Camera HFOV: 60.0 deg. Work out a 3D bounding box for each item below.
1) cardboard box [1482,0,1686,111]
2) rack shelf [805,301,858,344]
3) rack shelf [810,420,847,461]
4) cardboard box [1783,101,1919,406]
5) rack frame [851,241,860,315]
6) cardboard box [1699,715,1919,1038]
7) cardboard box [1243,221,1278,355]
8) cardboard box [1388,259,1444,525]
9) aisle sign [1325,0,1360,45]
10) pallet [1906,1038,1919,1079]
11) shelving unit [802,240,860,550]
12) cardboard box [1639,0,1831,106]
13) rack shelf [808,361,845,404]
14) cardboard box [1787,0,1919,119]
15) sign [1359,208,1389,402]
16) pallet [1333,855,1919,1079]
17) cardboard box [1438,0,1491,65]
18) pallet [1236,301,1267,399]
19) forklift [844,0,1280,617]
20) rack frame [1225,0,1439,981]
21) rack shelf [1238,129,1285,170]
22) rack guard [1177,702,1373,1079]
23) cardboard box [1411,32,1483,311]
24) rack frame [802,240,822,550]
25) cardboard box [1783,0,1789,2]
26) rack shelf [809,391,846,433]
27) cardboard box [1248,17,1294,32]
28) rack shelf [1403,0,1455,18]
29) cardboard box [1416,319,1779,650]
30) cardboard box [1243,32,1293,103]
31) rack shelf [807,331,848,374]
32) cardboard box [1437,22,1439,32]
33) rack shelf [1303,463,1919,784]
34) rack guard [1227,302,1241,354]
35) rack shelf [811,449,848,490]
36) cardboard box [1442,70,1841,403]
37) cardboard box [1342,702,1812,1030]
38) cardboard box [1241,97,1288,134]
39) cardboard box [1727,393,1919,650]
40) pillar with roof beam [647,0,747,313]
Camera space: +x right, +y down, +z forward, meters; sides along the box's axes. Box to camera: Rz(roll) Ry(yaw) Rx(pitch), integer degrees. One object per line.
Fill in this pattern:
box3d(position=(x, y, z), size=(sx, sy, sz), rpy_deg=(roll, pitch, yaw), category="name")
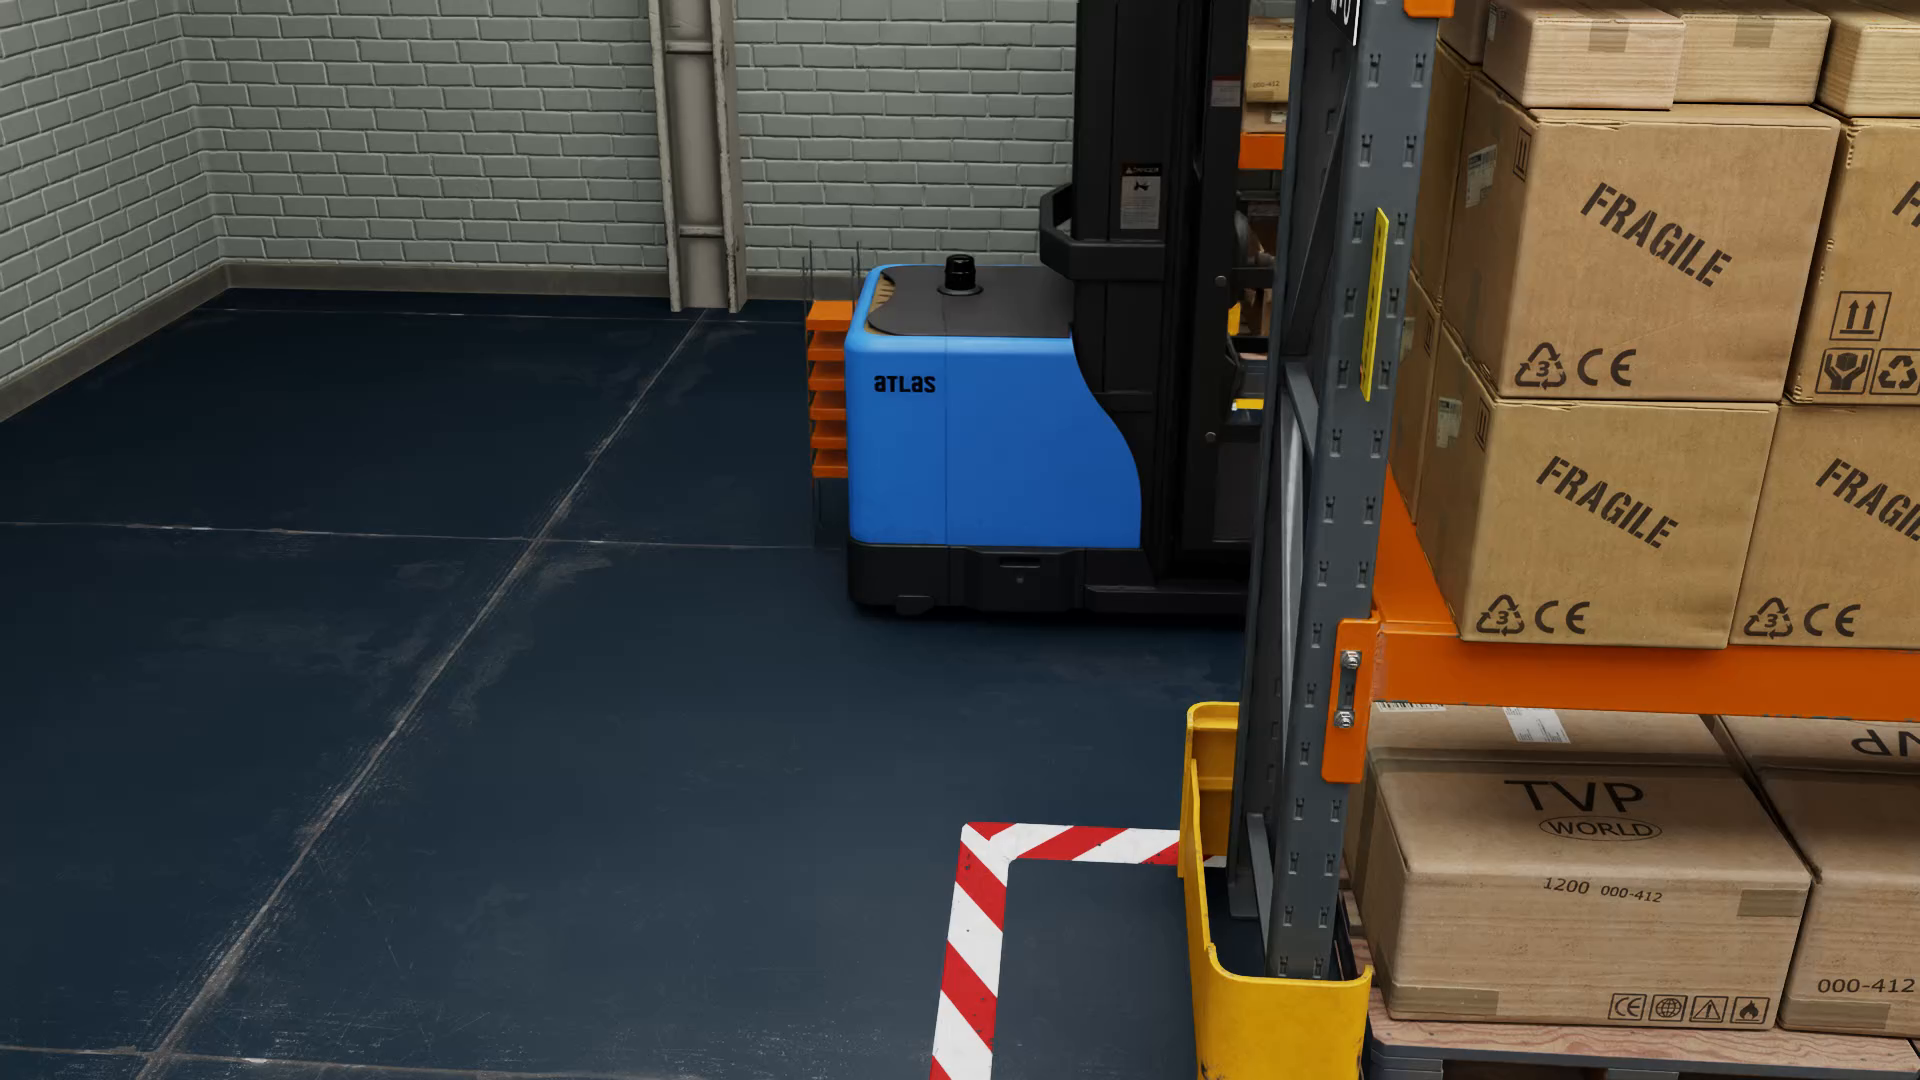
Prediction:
box3d(position=(1.109, -0.882, 2.986), size=(0.250, 0.149, 0.380), rpy_deg=(2, 25, 5), category="cardboard box")
box3d(position=(-0.487, -0.840, 6.385), size=(0.180, 0.103, 0.258), rpy_deg=(1, 25, 2), category="rack shelf")
box3d(position=(-0.487, -0.404, 6.586), size=(0.180, 0.103, 0.258), rpy_deg=(1, 25, 2), category="rack shelf")
box3d(position=(1.748, -0.566, 3.076), size=(0.500, 0.500, 0.500), rpy_deg=(1, 25, 3), category="cardboard box")
box3d(position=(-0.395, -0.552, 6.513), size=(0.006, 1.200, 0.240), rpy_deg=(1, 25, 2), category="rack frame")
box3d(position=(2.355, 0.764, 4.064), size=(0.875, 0.438, 0.875), rpy_deg=(2, 25, 5), category="cardboard box")
box3d(position=(1.755, -1.281, 8.429), size=(0.637, 0.503, 0.797), rpy_deg=(1, 25, 2), category="cardboard box")
box3d(position=(1.277, -0.355, 3.813), size=(0.500, 0.500, 0.500), rpy_deg=(2, 25, 4), category="cardboard box")
box3d(position=(0.682, -1.277, 2.826), size=(0.004, 0.787, 0.394), rpy_deg=(2, 25, 4), category="aisle sign")
box3d(position=(2.792, 1.086, 4.138), size=(1.213, 0.211, 1.003), rpy_deg=(2, 25, 4), category="pallet")
box3d(position=(-0.487, -0.553, 6.517), size=(0.189, 1.200, 0.258), rpy_deg=(1, 25, 2), category="shelving unit")
box3d(position=(1.375, -0.903, 3.033), size=(0.250, 0.149, 0.380), rpy_deg=(2, 25, 5), category="cardboard box")
box3d(position=(-0.487, -0.622, 6.485), size=(0.180, 0.103, 0.258), rpy_deg=(1, 25, 2), category="rack shelf")
box3d(position=(1.626, -0.847, 2.911), size=(0.250, 0.149, 0.380), rpy_deg=(3, 25, 6), category="cardboard box")
box3d(position=(0.727, -0.412, 2.927), size=(0.005, 0.325, 0.100), rpy_deg=(2, 25, 4), category="sign")
box3d(position=(1.579, 1.046, 4.225), size=(1.213, 0.211, 1.003), rpy_deg=(2, 25, 4), category="pallet")
box3d(position=(1.149, -1.081, 3.418), size=(0.250, 0.149, 0.380), rpy_deg=(2, 25, 5), category="cardboard box")
box3d(position=(2.023, -0.989, 8.647), size=(1.213, 0.211, 1.003), rpy_deg=(2, 25, 4), category="pallet")
box3d(position=(1.116, -1.224, 5.904), size=(3.031, 2.935, 1.130), rpy_deg=(1, 25, 2), category="forklift")
box3d(position=(0.776, -0.214, 3.627), size=(0.127, 3.000, 1.000), rpy_deg=(2, 25, 4), category="rack frame")
box3d(position=(3.146, -1.892, 8.135), size=(4.000, 0.370, 1.077), rpy_deg=(2, 25, 4), category="rack shelf")
box3d(position=(0.752, 0.920, 4.151), size=(0.348, 0.500, 1.175), rpy_deg=(2, 25, 4), category="rack guard")
box3d(position=(1.275, -0.798, 3.579), size=(0.500, 0.500, 0.500), rpy_deg=(3, 25, 6), category="cardboard box")
box3d(position=(-0.578, -0.555, 6.520), size=(0.006, 1.200, 0.240), rpy_deg=(1, 25, 2), category="rack frame")
box3d(position=(1.668, -1.109, 3.481), size=(0.250, 0.149, 0.380), rpy_deg=(2, 25, 3), category="cardboard box")
box3d(position=(-0.487, -0.513, 6.535), size=(0.180, 0.103, 0.258), rpy_deg=(1, 25, 2), category="rack shelf")
box3d(position=(1.631, -2.446, 8.301), size=(0.500, 0.250, 0.500), rpy_deg=(3, 25, 6), category="cardboard box")
box3d(position=(2.770, -1.186, 3.012), size=(4.000, 0.370, 1.077), rpy_deg=(2, 25, 4), category="rack shelf")
box3d(position=(1.233, -0.125, 3.313), size=(0.500, 0.500, 0.500), rpy_deg=(2, 25, 4), category="cardboard box")
box3d(position=(1.584, -2.223, 7.817), size=(0.500, 0.250, 0.500), rpy_deg=(2, 25, 4), category="cardboard box")
box3d(position=(-0.487, -0.731, 6.435), size=(0.180, 0.103, 0.258), rpy_deg=(1, 25, 2), category="rack shelf")
box3d(position=(2.145, -2.429, 8.264), size=(0.500, 0.250, 0.500), rpy_deg=(2, 25, 4), category="cardboard box")
box3d(position=(2.770, 0.177, 3.639), size=(4.000, 0.370, 1.077), rpy_deg=(2, 25, 4), category="rack shelf")
box3d(position=(1.228, -1.145, 8.641), size=(0.348, 0.500, 1.175), rpy_deg=(2, 25, 4), category="rack guard")
box3d(position=(-0.487, -0.295, 6.636), size=(0.180, 0.103, 0.258), rpy_deg=(1, 25, 2), category="rack shelf")
box3d(position=(1.233, -0.580, 3.106), size=(0.500, 0.500, 0.500), rpy_deg=(1, 25, 3), category="cardboard box")
box3d(position=(1.442, 0.738, 4.120), size=(0.875, 0.438, 0.875), rpy_deg=(1, 25, 2), category="cardboard box")
box3d(position=(1.459, -2.044, 7.905), size=(0.250, 0.149, 0.380), rpy_deg=(2, 25, 4), category="cardboard box")
box3d(position=(1.739, -0.120, 3.303), size=(0.500, 0.500, 0.500), rpy_deg=(1, 25, 3), category="cardboard box")
box3d(position=(-1.797, -3.676, 3.974), size=(0.400, 9.000, 9.100), rpy_deg=(2, 25, 4), category="pillar with roof beam")
